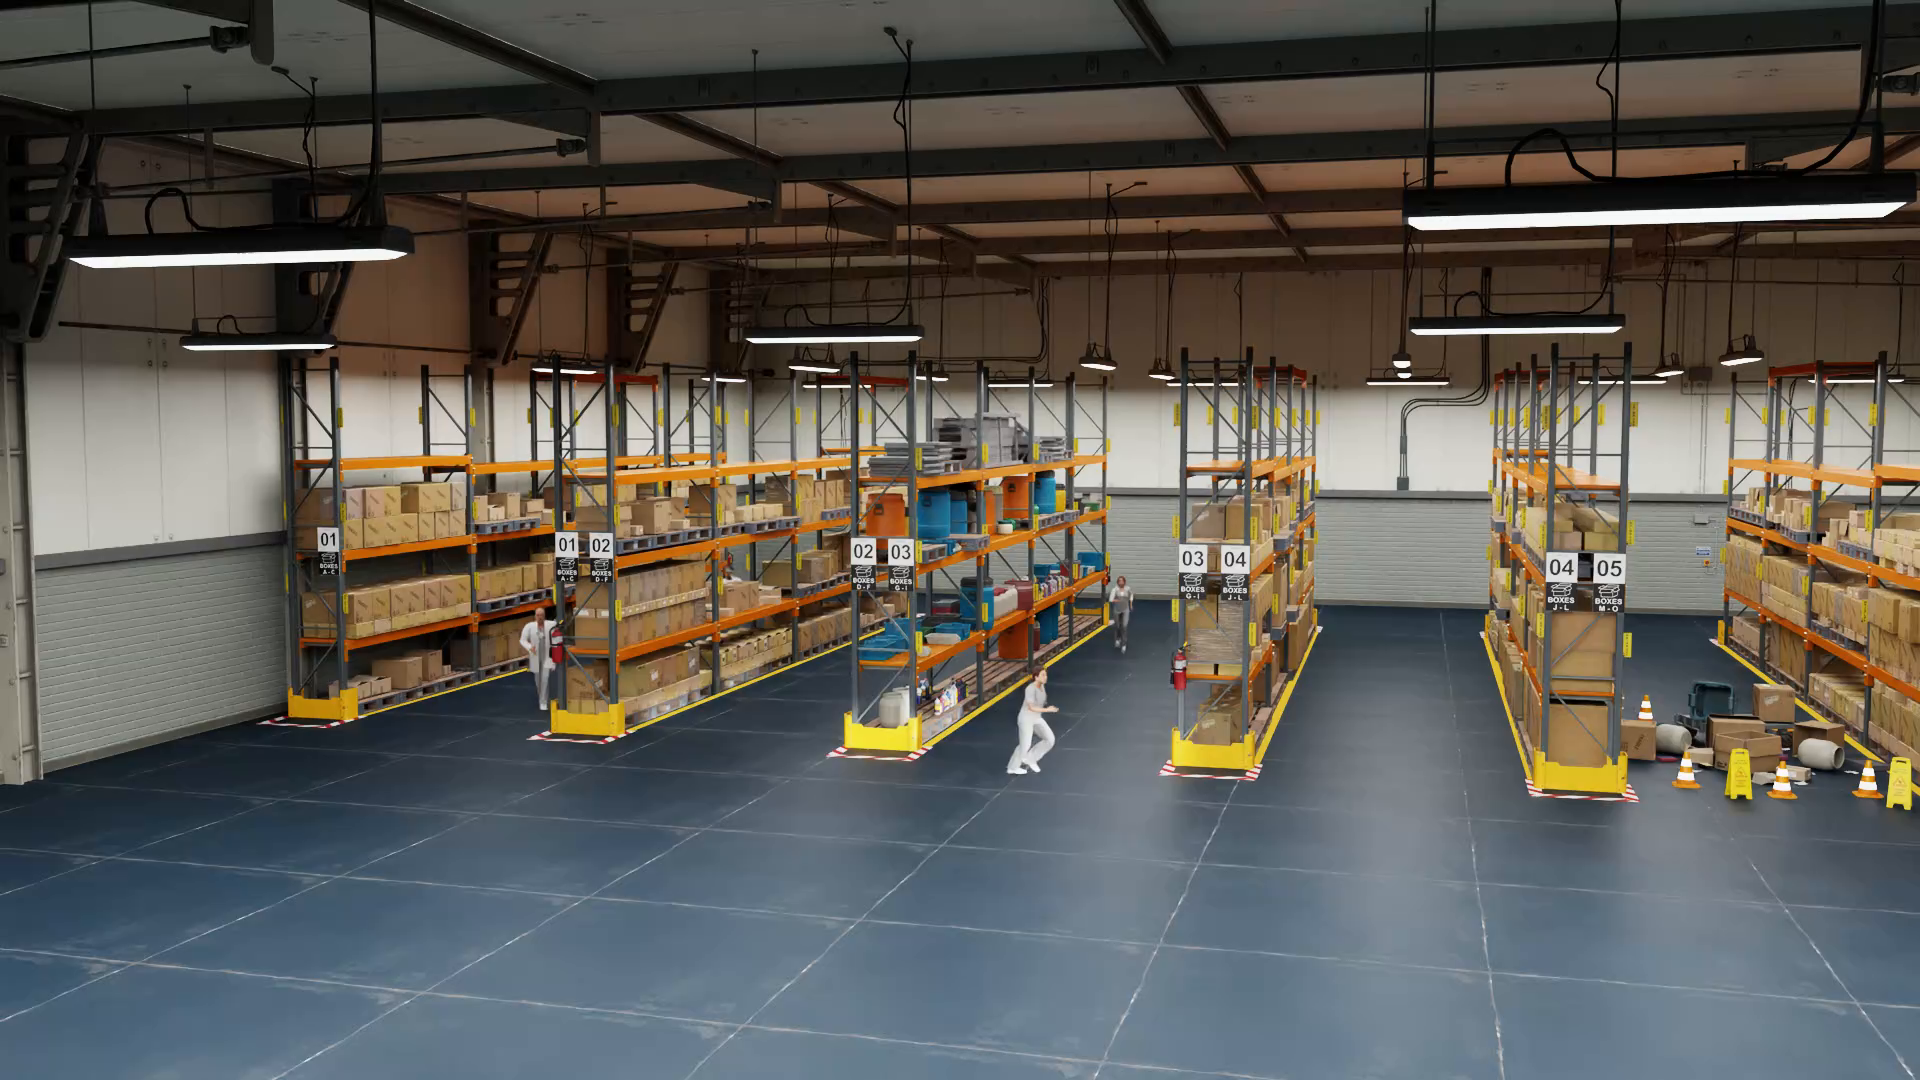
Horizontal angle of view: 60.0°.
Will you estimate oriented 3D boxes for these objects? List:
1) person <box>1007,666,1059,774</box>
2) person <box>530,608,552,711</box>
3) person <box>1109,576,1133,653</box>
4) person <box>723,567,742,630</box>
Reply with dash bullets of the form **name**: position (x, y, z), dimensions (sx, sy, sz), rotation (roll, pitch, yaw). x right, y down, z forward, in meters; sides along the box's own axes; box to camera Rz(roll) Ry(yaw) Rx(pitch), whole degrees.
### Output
- **person**: position (1.029, 2.512, 23.157), dimensions (0.856, 1.561, 0.555), rotation (3, 5, 38)
- **person**: position (-7.223, 2.032, 28.748), dimensions (0.661, 1.729, 0.962), rotation (-1, 4, -7)
- **person**: position (3.453, 1.568, 35.654), dimensions (0.525, 1.626, 0.824), rotation (0, 4, 2)
- **person**: position (-5.266, 1.389, 38.373), dimensions (0.611, 1.578, 0.850), rotation (0, 4, 1)
